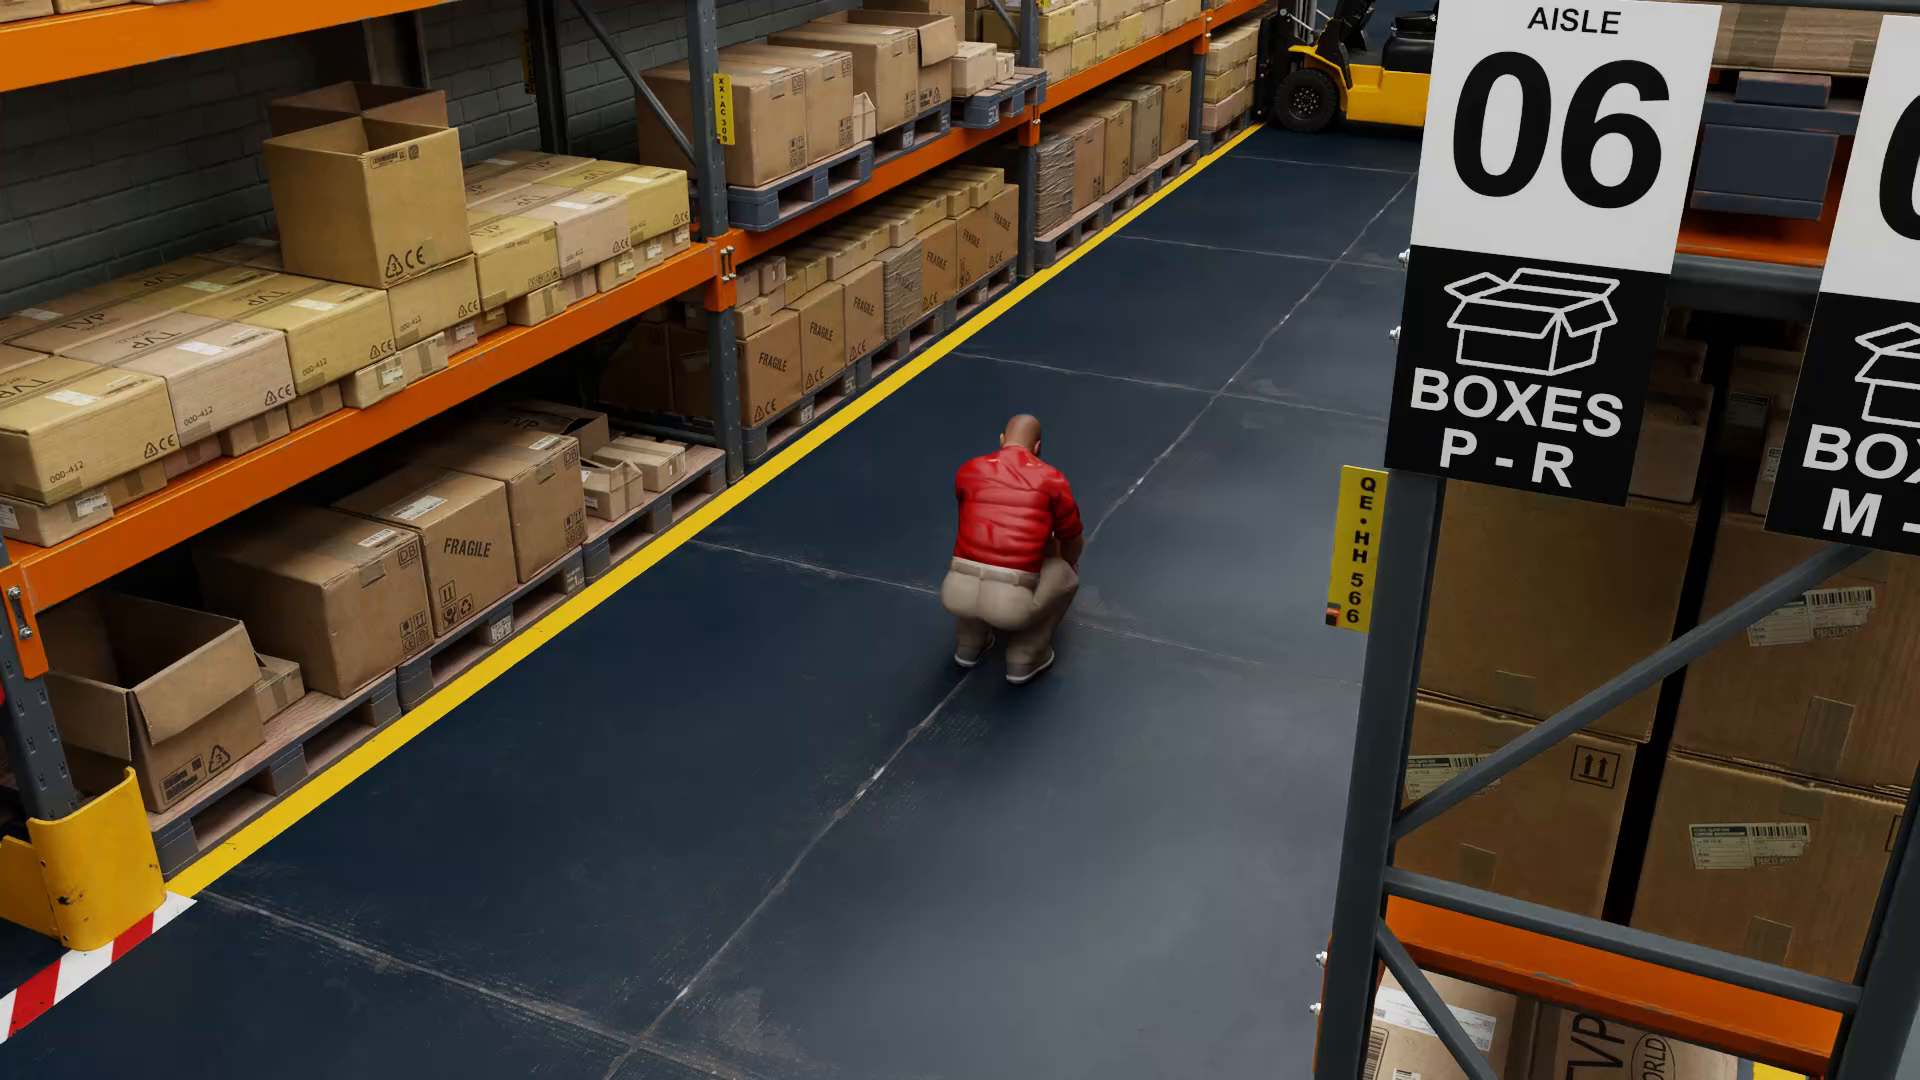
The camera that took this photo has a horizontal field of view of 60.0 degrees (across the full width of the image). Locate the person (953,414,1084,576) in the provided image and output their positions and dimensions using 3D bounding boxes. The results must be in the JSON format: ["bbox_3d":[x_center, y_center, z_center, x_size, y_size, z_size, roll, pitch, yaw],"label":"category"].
[{"bbox_3d":[0.233,-0.052,6.971,0.535,0.860,0.770,11,28,21],"label":"person"}]
